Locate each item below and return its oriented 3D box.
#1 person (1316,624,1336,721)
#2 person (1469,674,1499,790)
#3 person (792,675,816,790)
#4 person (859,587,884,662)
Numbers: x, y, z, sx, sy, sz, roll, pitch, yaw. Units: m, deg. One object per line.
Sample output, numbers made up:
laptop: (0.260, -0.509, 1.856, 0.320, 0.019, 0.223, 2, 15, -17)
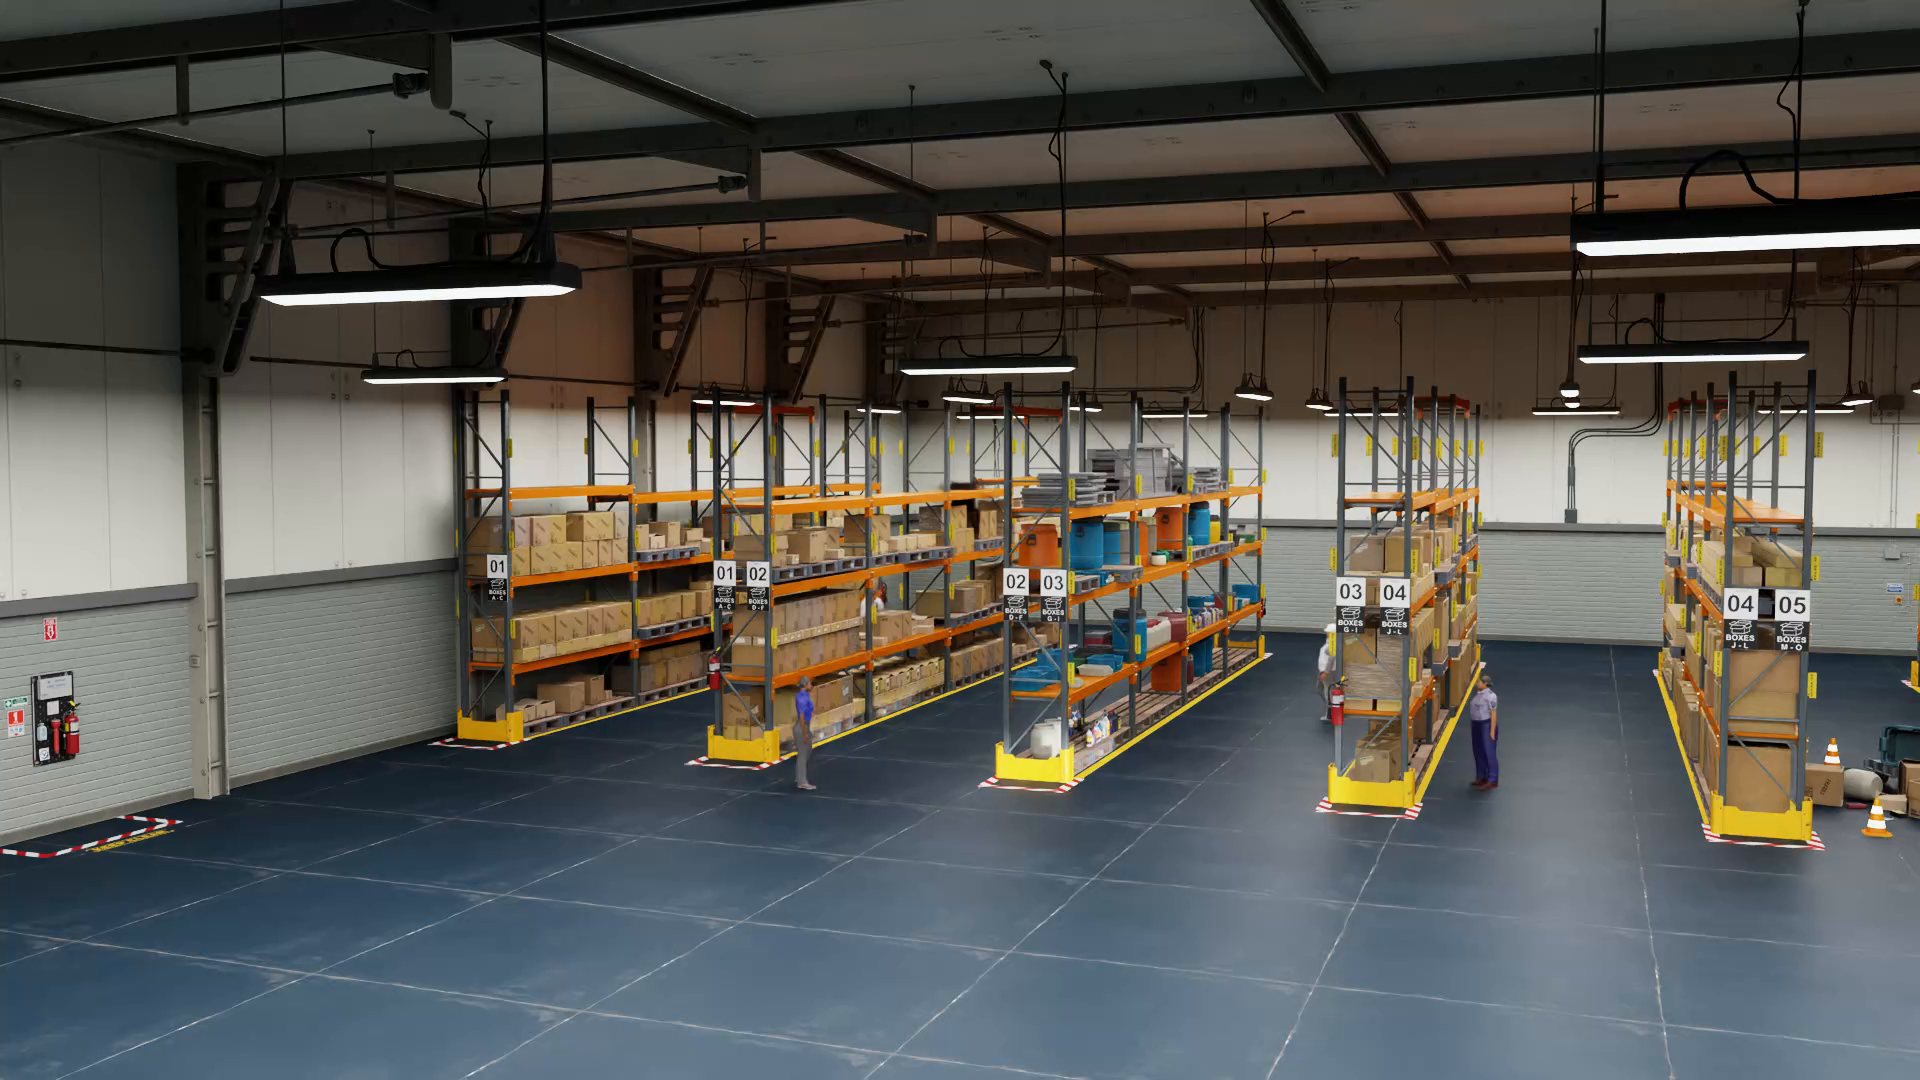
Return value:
person: (6.803, 2.428, 30.699, 0.430, 1.777, 0.628, 0, 3, 0)
person: (7.744, 2.831, 24.611, 0.412, 1.643, 0.576, -1, 3, -22)
person: (-2.303, 2.868, 24.557, 0.345, 1.744, 0.549, 0, 3, -5)
person: (-1.931, 1.961, 37.064, 0.671, 1.850, 0.437, -1, 3, -10)
